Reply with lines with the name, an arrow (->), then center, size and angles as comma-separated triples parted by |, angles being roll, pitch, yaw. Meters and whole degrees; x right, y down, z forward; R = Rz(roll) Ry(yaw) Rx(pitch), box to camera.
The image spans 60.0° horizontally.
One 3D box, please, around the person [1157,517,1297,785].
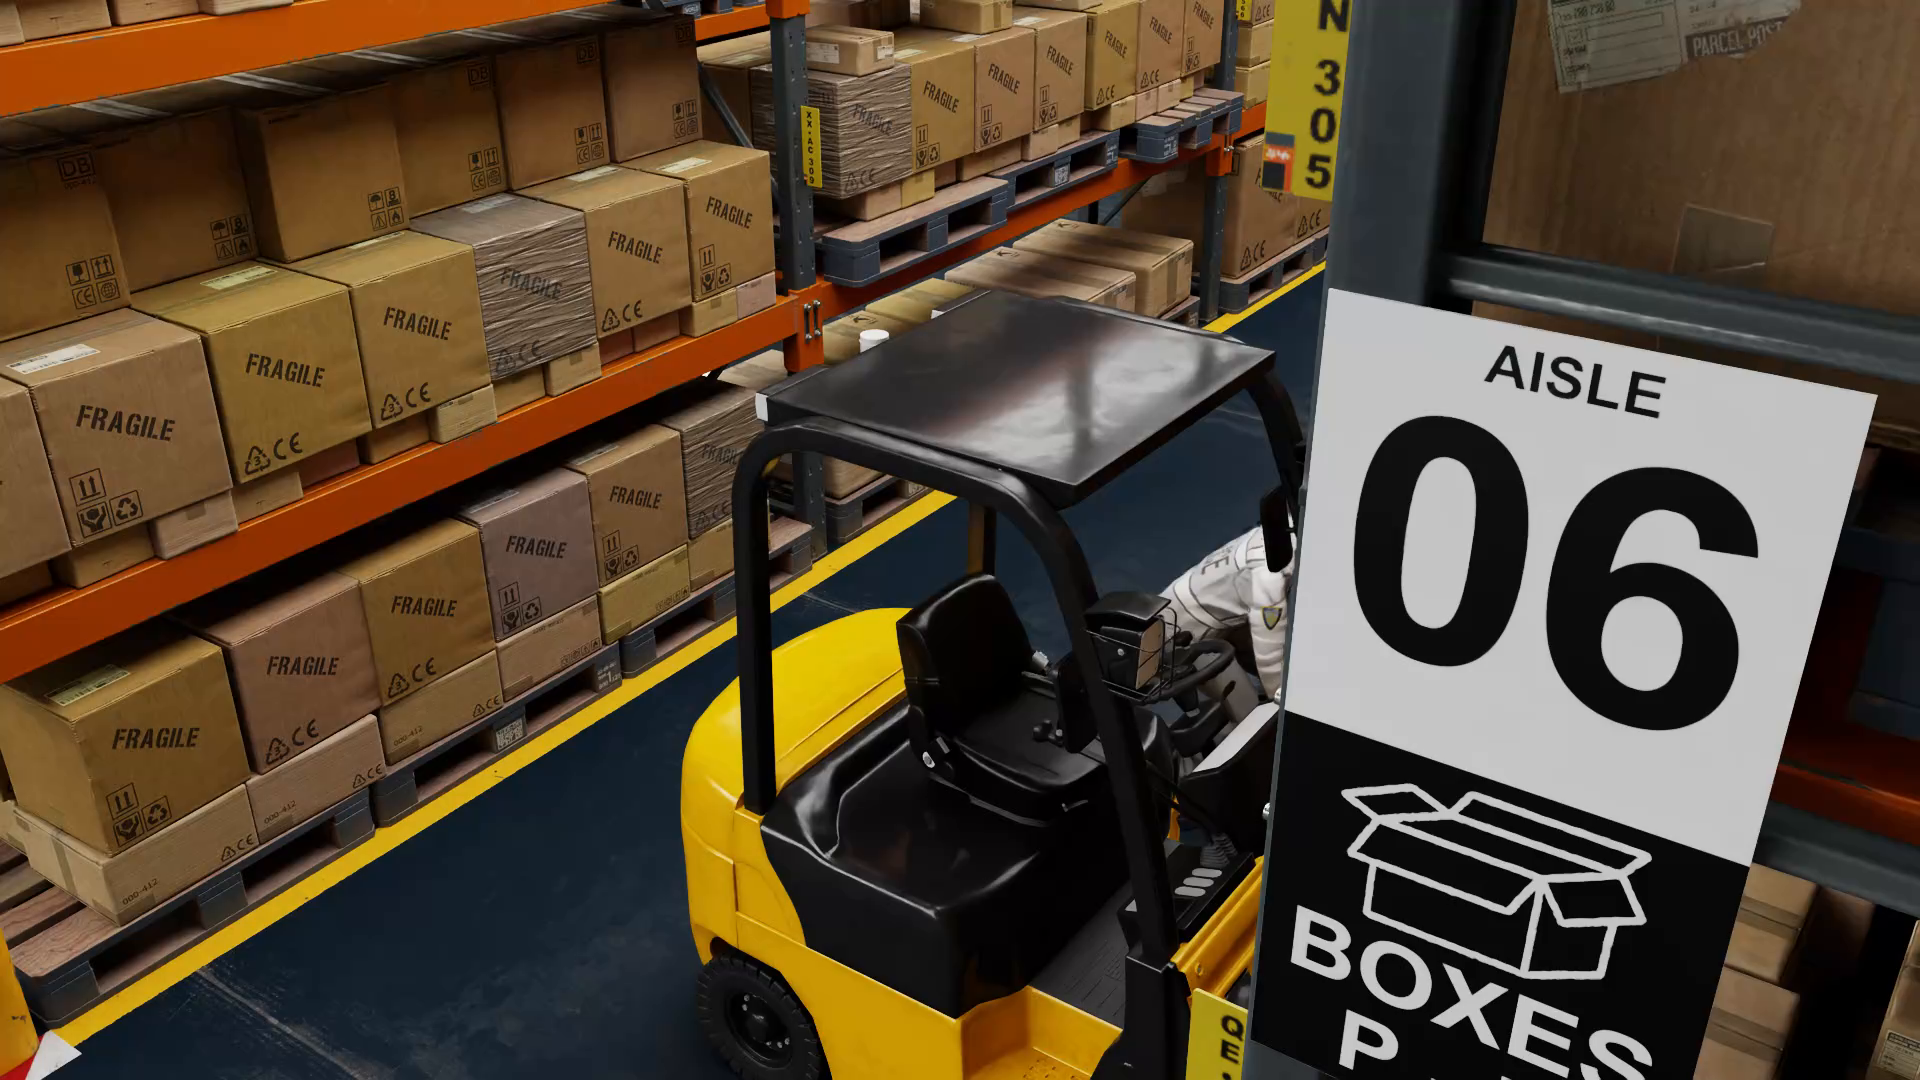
person -> 1.073, 0.363, 5.885 | 0.776, 1.235, 0.529 | 17, 32, 30
